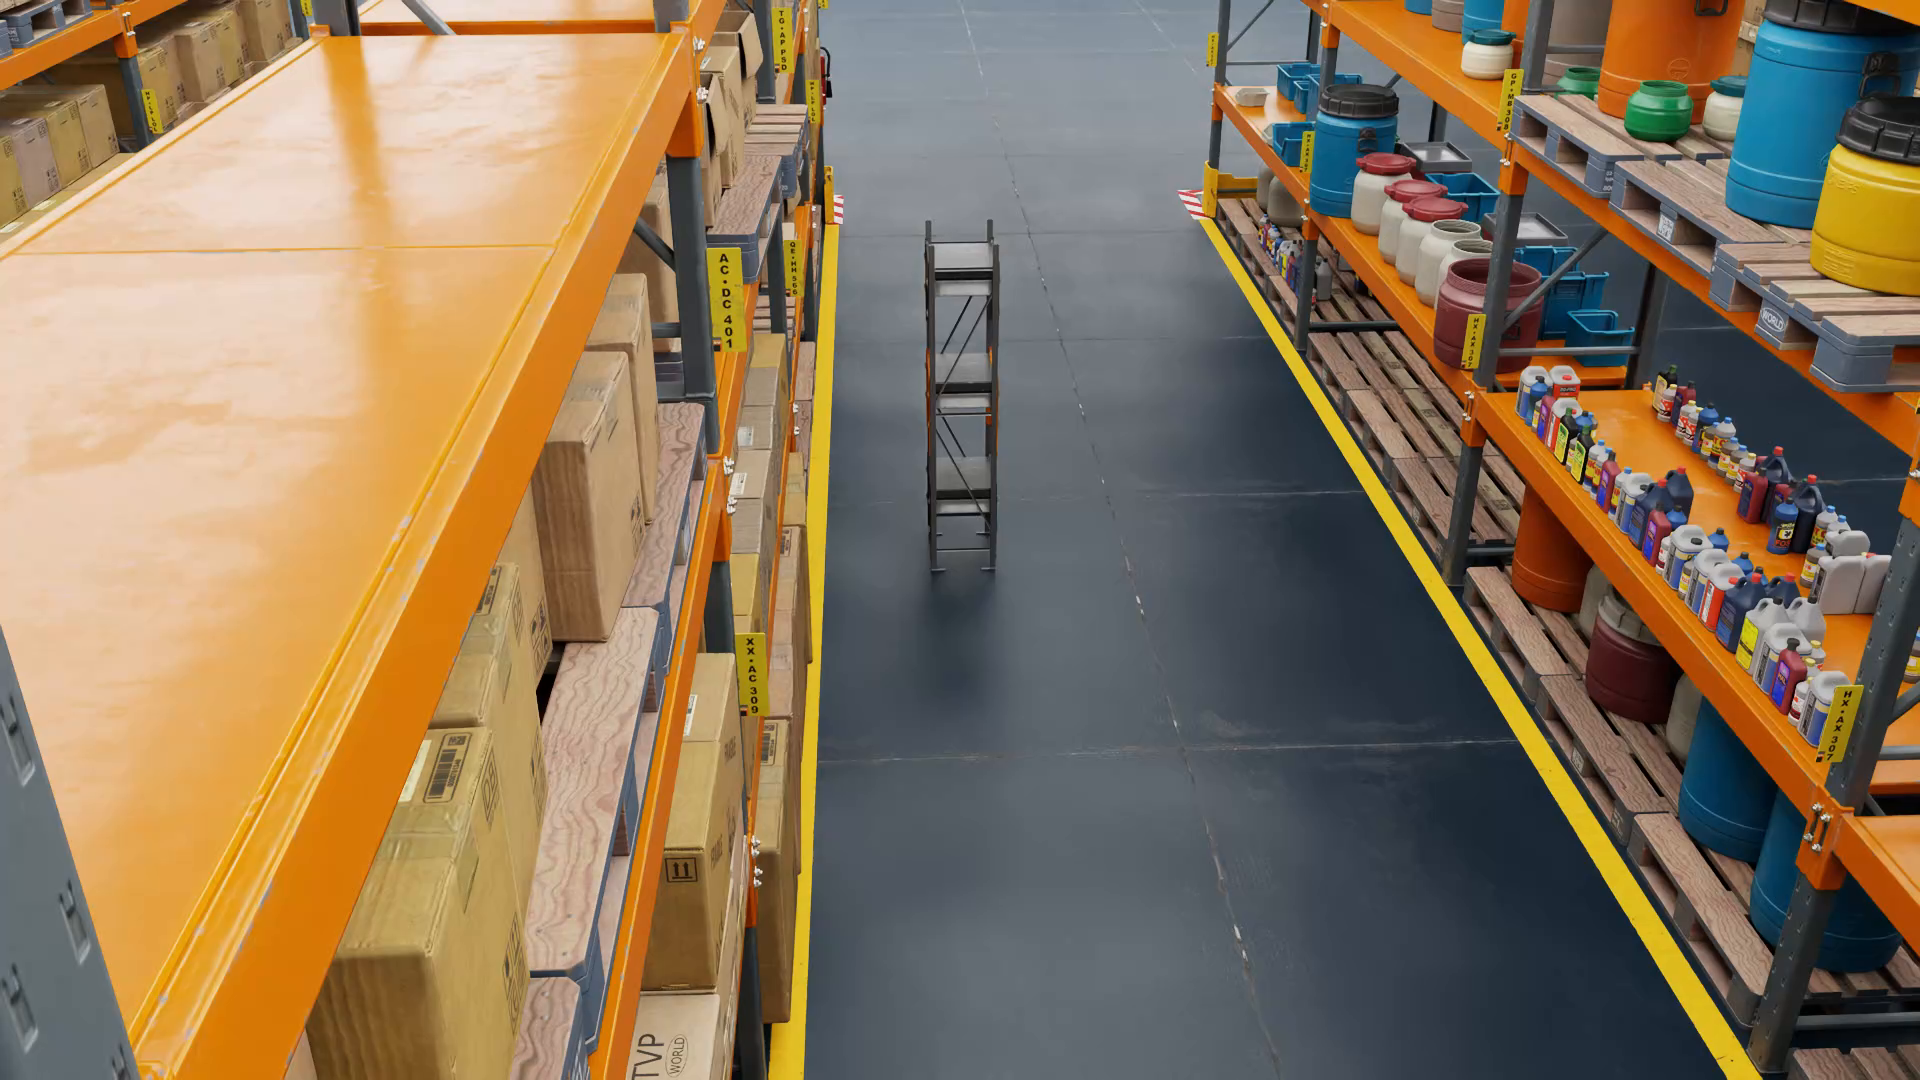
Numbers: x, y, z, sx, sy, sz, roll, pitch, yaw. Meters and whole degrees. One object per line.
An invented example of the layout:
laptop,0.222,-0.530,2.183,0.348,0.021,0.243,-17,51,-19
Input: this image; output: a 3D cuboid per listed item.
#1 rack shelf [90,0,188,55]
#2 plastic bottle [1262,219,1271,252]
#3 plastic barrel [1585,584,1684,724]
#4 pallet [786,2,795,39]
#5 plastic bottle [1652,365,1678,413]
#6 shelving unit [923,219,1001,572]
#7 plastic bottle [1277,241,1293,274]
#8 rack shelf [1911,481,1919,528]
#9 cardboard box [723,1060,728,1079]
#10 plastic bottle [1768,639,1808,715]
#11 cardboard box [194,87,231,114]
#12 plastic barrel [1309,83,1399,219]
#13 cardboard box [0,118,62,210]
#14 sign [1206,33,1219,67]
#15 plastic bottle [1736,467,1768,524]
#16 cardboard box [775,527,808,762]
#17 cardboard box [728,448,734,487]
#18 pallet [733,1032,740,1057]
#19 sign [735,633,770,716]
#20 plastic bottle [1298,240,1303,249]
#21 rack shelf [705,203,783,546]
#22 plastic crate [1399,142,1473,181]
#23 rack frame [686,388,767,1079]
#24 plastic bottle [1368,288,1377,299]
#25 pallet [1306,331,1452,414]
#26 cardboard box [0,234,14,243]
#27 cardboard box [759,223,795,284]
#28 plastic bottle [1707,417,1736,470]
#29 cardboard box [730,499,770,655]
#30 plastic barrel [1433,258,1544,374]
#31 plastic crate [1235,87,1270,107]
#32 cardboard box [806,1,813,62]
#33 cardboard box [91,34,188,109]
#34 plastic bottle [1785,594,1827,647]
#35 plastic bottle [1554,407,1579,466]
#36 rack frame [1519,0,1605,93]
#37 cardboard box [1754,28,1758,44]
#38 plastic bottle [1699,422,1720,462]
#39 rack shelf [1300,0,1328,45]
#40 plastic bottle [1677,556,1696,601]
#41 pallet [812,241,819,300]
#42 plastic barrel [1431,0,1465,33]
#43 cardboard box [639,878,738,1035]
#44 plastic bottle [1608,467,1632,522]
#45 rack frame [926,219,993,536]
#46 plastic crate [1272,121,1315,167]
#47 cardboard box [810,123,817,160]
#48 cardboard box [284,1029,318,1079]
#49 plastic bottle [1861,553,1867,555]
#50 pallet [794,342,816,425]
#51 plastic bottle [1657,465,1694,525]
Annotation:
rack shelf,-6.735,-4.667,13.989,1.077,0.370,4.000,-1,28,-3
plastic bottle,2.843,-2.813,15.362,0.061,0.283,0.133,-1,28,-2
plastic barrel,3.585,0.552,8.601,0.600,0.588,0.708,-1,28,-3
pallet,-1.689,-3.286,10.765,1.213,0.211,1.003,-1,28,-3
plastic bottle,3.930,-0.850,9.261,0.061,0.283,0.133,-1,28,-3
shelving unit,0.009,-0.855,10.118,0.431,2.100,0.503,-1,28,-3
plastic bottle,2.922,-2.516,14.800,0.152,0.276,0.135,-1,28,-2
rack shelf,3.797,0.682,3.733,1.077,0.370,4.000,-1,28,-3
cardboard box,-0.857,1.609,4.694,0.380,0.149,0.250,-1,28,-2
plastic bottle,3.291,0.541,6.595,0.061,0.283,0.133,-1,28,-3
cardboard box,-6.623,-3.475,14.006,0.875,0.550,0.550,-1,28,-3
plastic barrel,2.992,-2.962,12.643,0.600,0.901,0.708,-1,28,-3
cardboard box,-6.544,-2.520,11.149,0.700,0.500,0.500,-1,28,-2
sign,2.516,-4.884,16.571,0.100,0.325,0.005,-1,28,-3
plastic bottle,3.856,-0.233,8.079,0.061,0.283,0.133,-1,28,-3
cardboard box,-1.409,0.529,8.336,1.225,0.875,0.875,-1,28,-2
cardboard box,-1.320,-0.212,6.720,0.797,0.503,0.637,-1,28,-2
pallet,-1.370,1.771,7.126,1.003,0.211,1.213,-1,28,-3
sign,-0.700,0.456,5.610,0.100,0.325,0.005,-1,28,-3
plastic bottle,3.028,-2.522,14.803,0.061,0.283,0.133,-1,28,-3
rack shelf,-1.359,-1.046,7.045,1.077,0.370,4.000,-1,28,-3
plastic crate,3.605,-2.737,12.685,0.402,0.464,0.583,-1,28,-3
rack frame,-1.254,0.889,5.802,1.000,3.000,0.127,-1,28,-3
plastic bottle,3.545,-2.219,14.223,0.061,0.283,0.133,-1,28,-3
pallet,3.354,-1.327,13.066,1.003,0.211,1.213,-1,28,-3
cardboard box,-6.231,-1.611,10.487,0.500,0.500,0.500,-1,28,-3
cardboard box,-1.321,-1.857,10.776,0.500,0.250,0.500,-2,28,-4
plastic bottle,3.951,-0.504,8.612,0.097,0.271,0.097,0,28,0
cardboard box,-1.081,0.163,7.086,0.500,0.500,0.500,-2,28,-4
plastic barrel,3.156,-1.345,9.938,0.600,0.536,0.708,-1,28,-3
plastic crate,2.791,-4.234,15.910,0.298,0.136,0.250,-1,28,-3
cardboard box,-1.532,-4.331,14.300,0.500,0.500,0.500,-1,28,-3
cardboard box,-6.760,-3.700,13.271,0.875,0.550,0.550,-1,28,-3
plastic bottle,3.461,0.371,6.848,0.144,0.351,0.185,-1,28,-3
plastic bottle,3.169,-0.542,8.671,0.061,0.283,0.133,-1,28,-3
rack frame,3.483,-3.738,8.186,1.000,3.000,0.127,-1,28,-3
cardboard box,7.846,-4.799,15.897,0.380,0.149,0.250,-1,28,-2
plastic bottle,3.946,-0.518,8.714,0.097,0.201,0.097,0,28,0
rack shelf,3.170,-4.860,14.358,1.077,0.370,4.000,-1,28,-3
plastic bottle,3.263,0.167,7.402,0.097,0.201,0.097,0,28,0
pallet,-1.809,-2.443,15.206,1.003,0.211,1.213,-1,28,-3
plastic barrel,3.552,-3.946,11.286,0.600,0.901,0.600,0,28,0
cardboard box,-0.939,1.260,4.931,0.500,0.250,0.500,-1,28,-1
plastic bottle,3.222,-0.226,8.078,0.097,0.271,0.097,0,28,0
rack frame,-0.004,-0.967,10.334,0.400,2.100,0.015,-1,28,-3
plastic crate,2.945,-3.364,14.116,0.499,0.251,0.616,-1,28,-3
cardboard box,-1.624,-3.423,13.639,0.875,0.500,0.500,-1,28,-3
cardboard box,-1.126,0.893,1.881,0.700,0.500,0.500,-3,28,-6
plastic bottle,4.021,0.153,7.428,0.097,0.201,0.097,0,28,0
pallet,-1.630,-1.210,12.841,1.003,0.211,1.213,-1,28,-3
plastic bottle,3.405,-0.200,7.943,0.144,0.351,0.185,-1,28,-3
